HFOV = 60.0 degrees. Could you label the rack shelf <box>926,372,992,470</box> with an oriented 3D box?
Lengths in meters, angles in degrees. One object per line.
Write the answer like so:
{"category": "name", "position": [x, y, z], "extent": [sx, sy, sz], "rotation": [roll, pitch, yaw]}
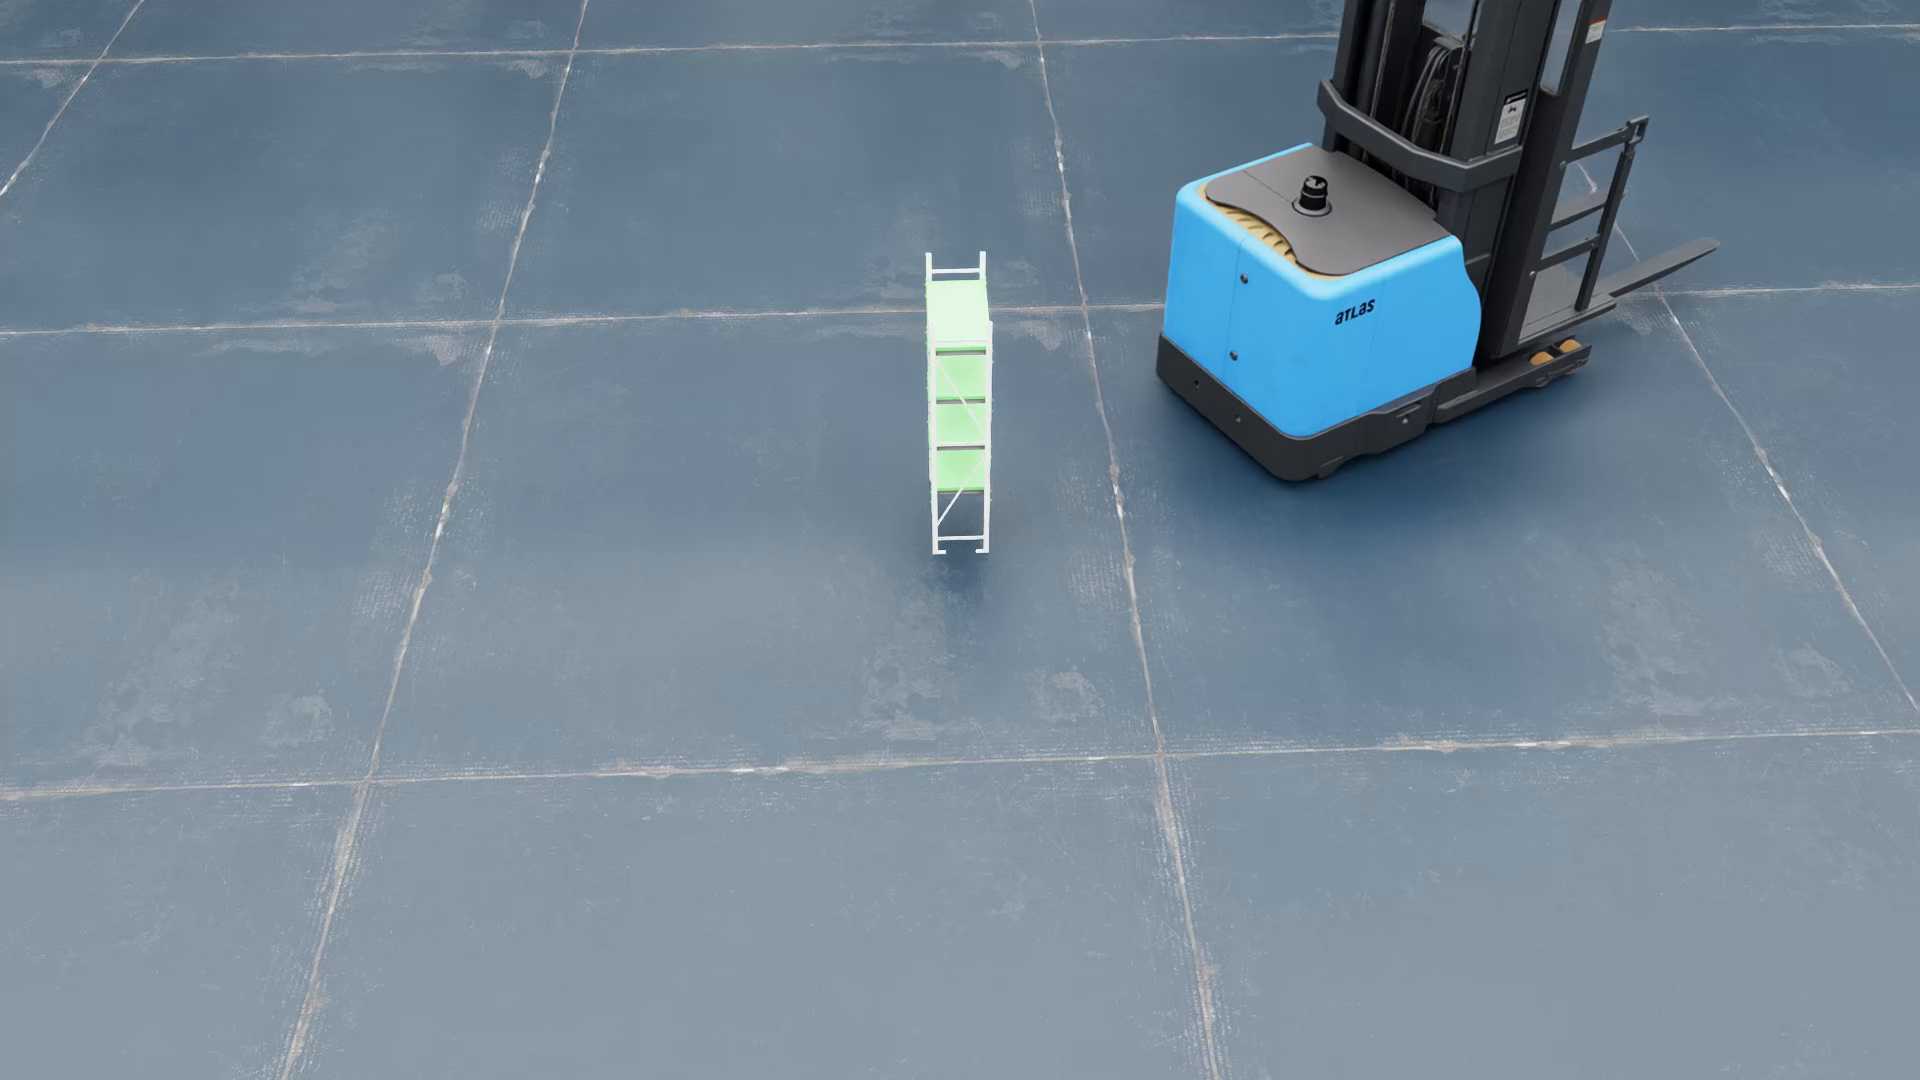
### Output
{"category": "rack shelf", "position": [-0.007, -0.507, 7.010], "extent": [0.258, 0.148, 0.480], "rotation": [-2, 43, -2]}

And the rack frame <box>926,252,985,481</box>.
{"category": "rack frame", "position": [-0.017, -0.719, 7.146], "extent": [0.240, 1.200, 0.015], "rotation": [-2, 43, -2]}

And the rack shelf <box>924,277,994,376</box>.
{"category": "rack shelf", "position": [-0.007, -0.861, 6.685], "extent": [0.258, 0.148, 0.480], "rotation": [-2, 43, -2]}

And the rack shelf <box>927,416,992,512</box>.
{"category": "rack shelf", "position": [-0.007, -0.330, 7.172], "extent": [0.258, 0.148, 0.480], "rotation": [-2, 43, -2]}

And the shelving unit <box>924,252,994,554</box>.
{"category": "shelving unit", "position": [-0.007, -0.554, 6.966], "extent": [0.258, 1.200, 0.503], "rotation": [-2, 43, -2]}

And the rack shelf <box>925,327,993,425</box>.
{"category": "rack shelf", "position": [-0.007, -0.684, 6.848], "extent": [0.258, 0.148, 0.480], "rotation": [-2, 43, -2]}

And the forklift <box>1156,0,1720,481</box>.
{"category": "forklift", "position": [2.470, -2.104, 7.376], "extent": [3.031, 2.935, 1.130], "rotation": [-23, 47, -23]}

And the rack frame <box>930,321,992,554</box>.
{"category": "rack frame", "position": [0.003, -0.389, 6.787], "extent": [0.240, 1.200, 0.015], "rotation": [-2, 43, -2]}
